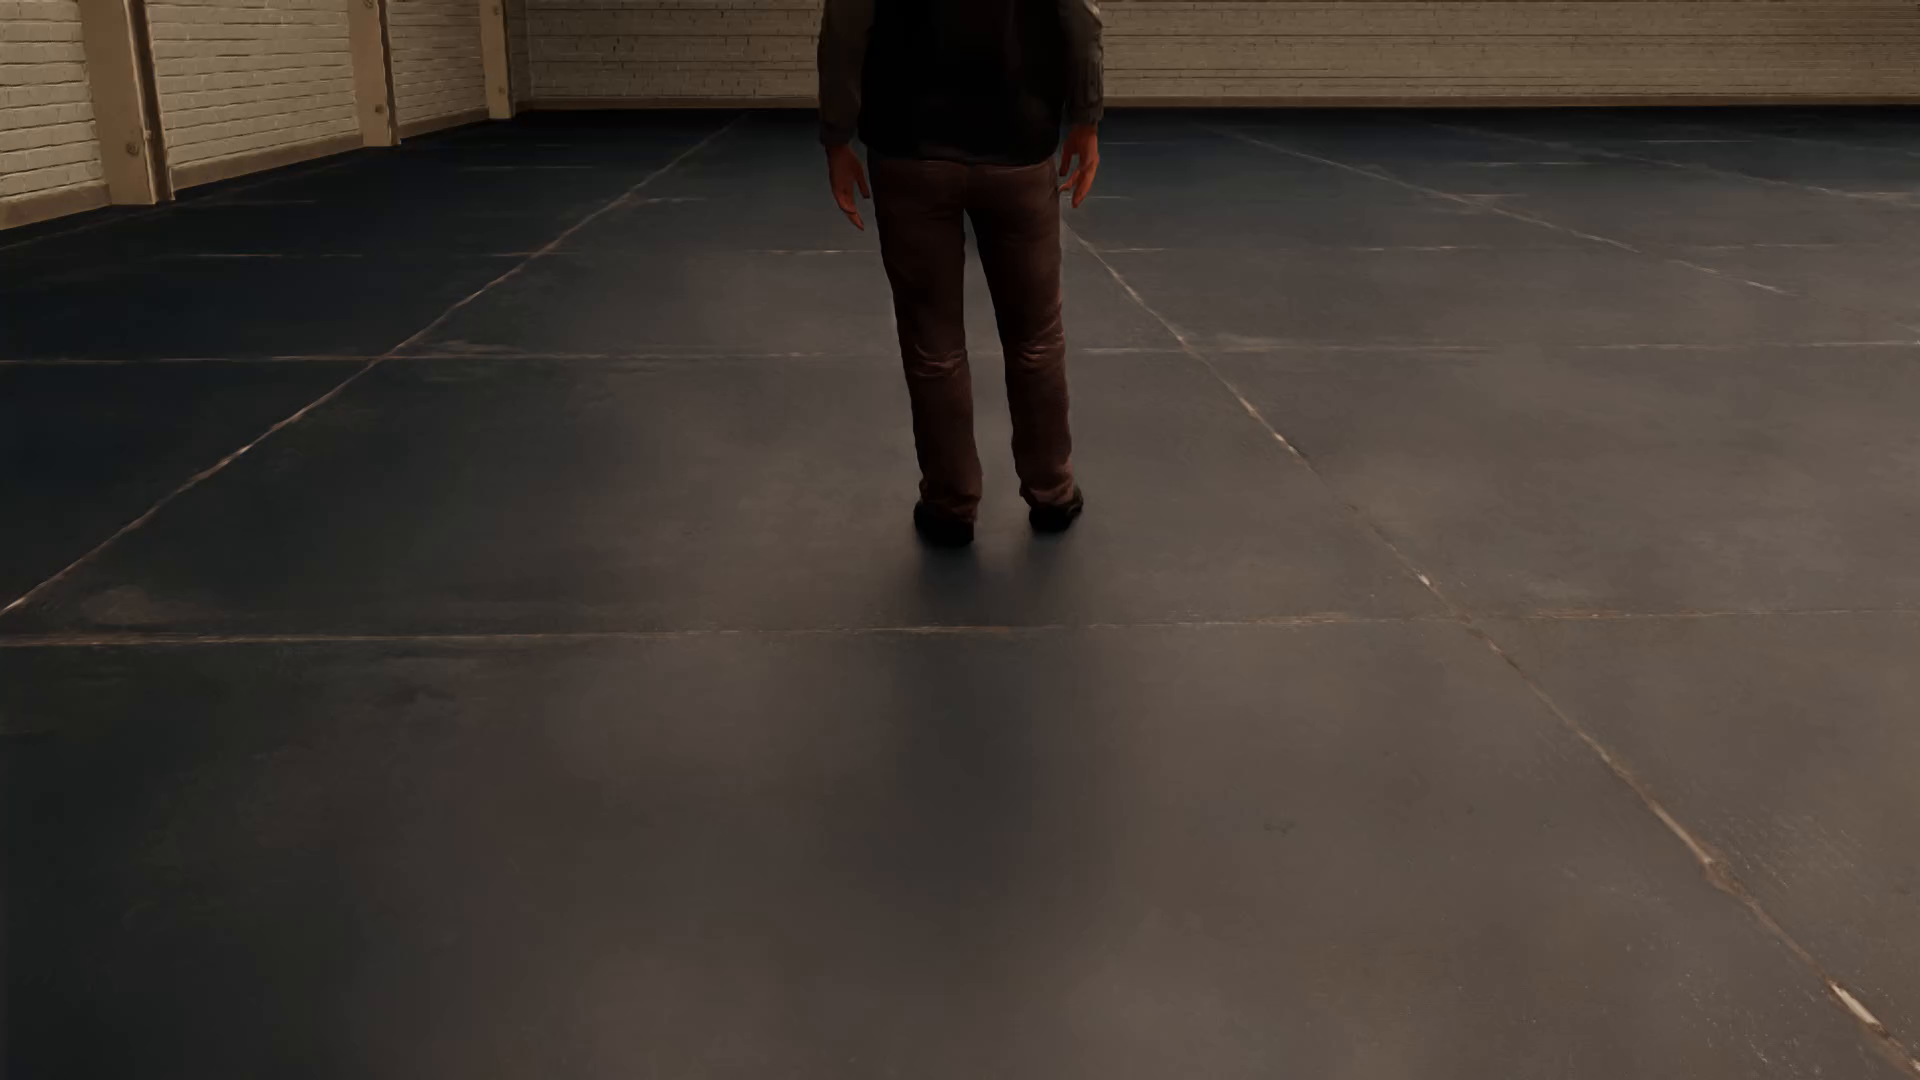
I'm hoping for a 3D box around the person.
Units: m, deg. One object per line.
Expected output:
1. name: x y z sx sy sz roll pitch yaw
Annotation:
1. person: 0.005 -0.848 3.724 0.632 1.720 0.567 -1 17 -3
